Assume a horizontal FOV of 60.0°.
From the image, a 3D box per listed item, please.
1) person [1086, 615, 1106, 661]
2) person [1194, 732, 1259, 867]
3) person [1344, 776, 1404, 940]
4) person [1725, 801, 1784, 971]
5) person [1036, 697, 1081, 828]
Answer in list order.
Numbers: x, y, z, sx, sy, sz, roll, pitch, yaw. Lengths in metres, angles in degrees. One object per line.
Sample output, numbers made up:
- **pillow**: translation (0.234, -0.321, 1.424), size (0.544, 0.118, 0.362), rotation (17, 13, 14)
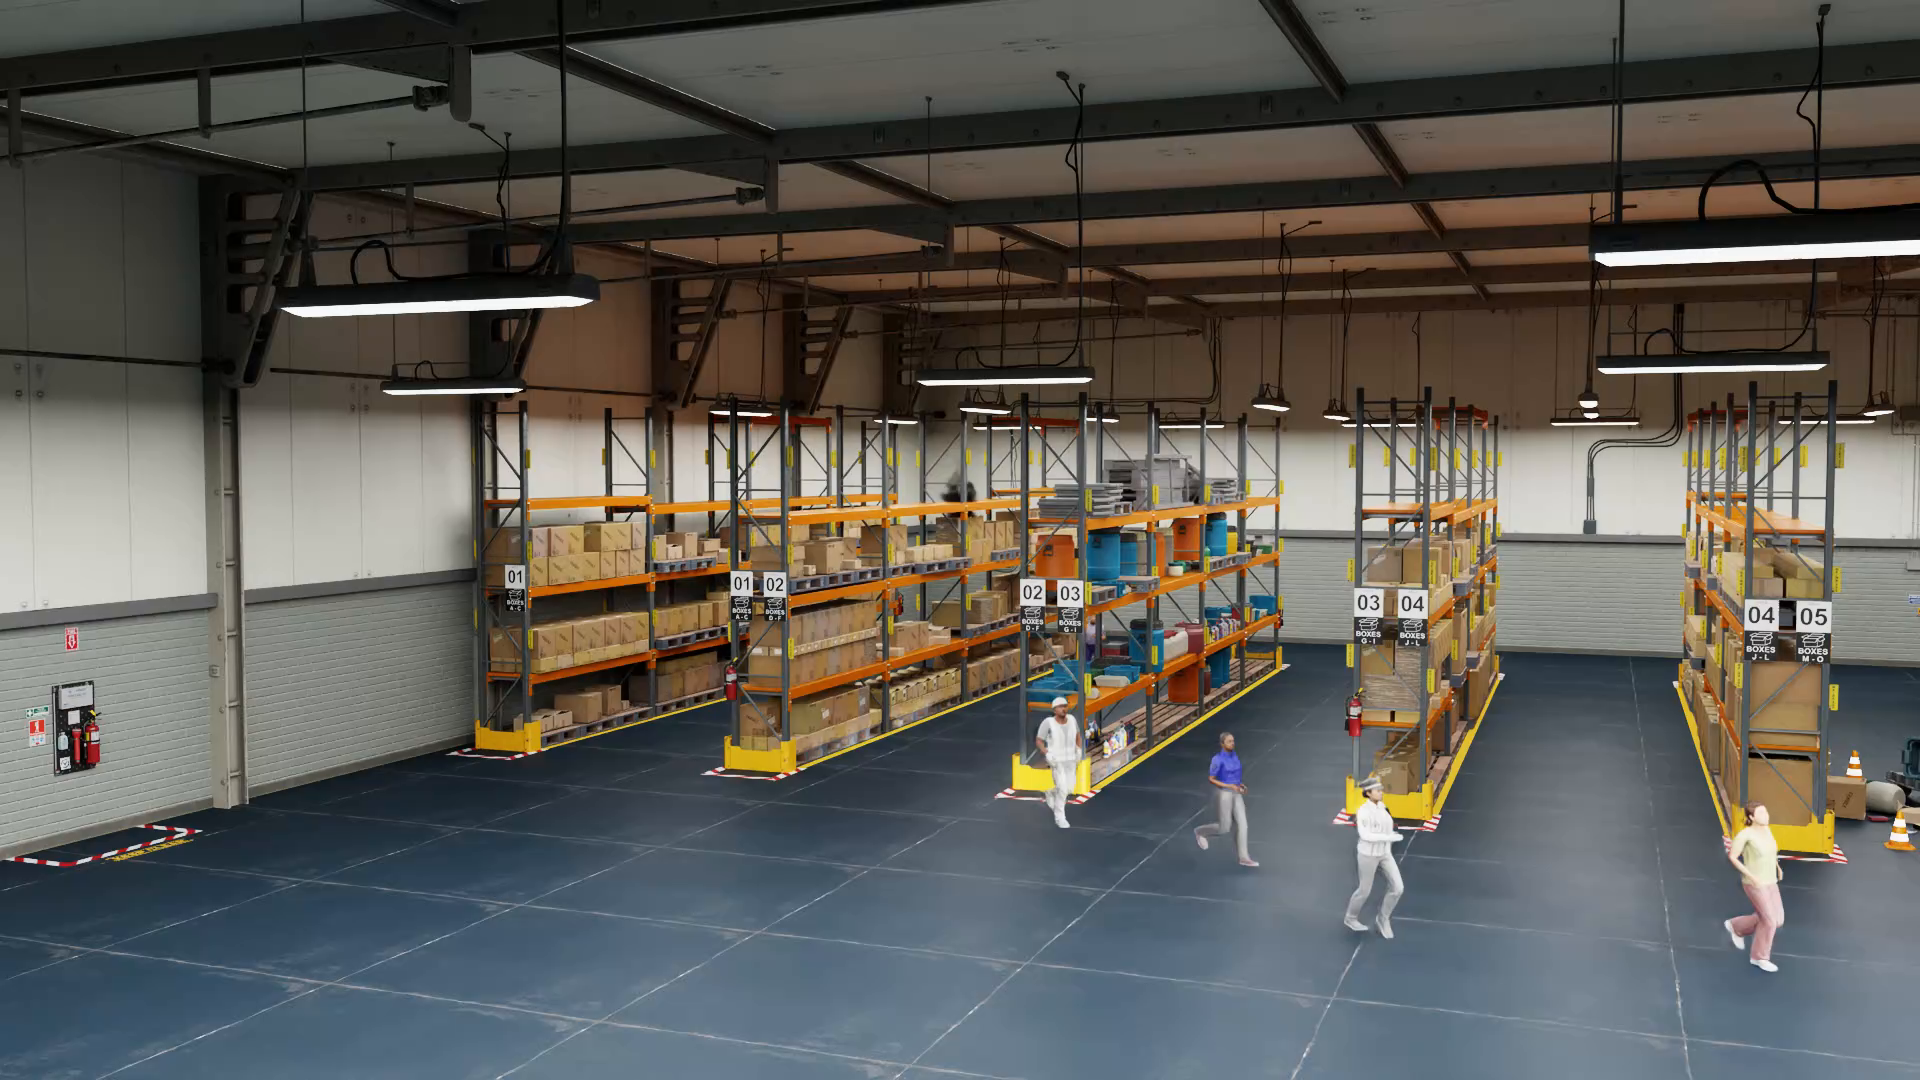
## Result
- **person**: translation (2.880, 2.407, 36.106), size (0.596, 1.663, 0.911), rotation (1, 3, 10)
- **person**: translation (3.331, 3.183, 20.558), size (0.595, 1.616, 0.945), rotation (-2, 4, -39)
- **person**: translation (4.341, 3.316, 17.357), size (0.579, 1.720, 0.703), rotation (-2, 3, -37)
- **person**: translation (7.851, 3.399, 16.460), size (0.577, 1.624, 0.580), rotation (-1, 3, -28)
- **person**: translation (1.342, 3.022, 22.860), size (0.688, 1.770, 0.674), rotation (-1, 3, -26)
